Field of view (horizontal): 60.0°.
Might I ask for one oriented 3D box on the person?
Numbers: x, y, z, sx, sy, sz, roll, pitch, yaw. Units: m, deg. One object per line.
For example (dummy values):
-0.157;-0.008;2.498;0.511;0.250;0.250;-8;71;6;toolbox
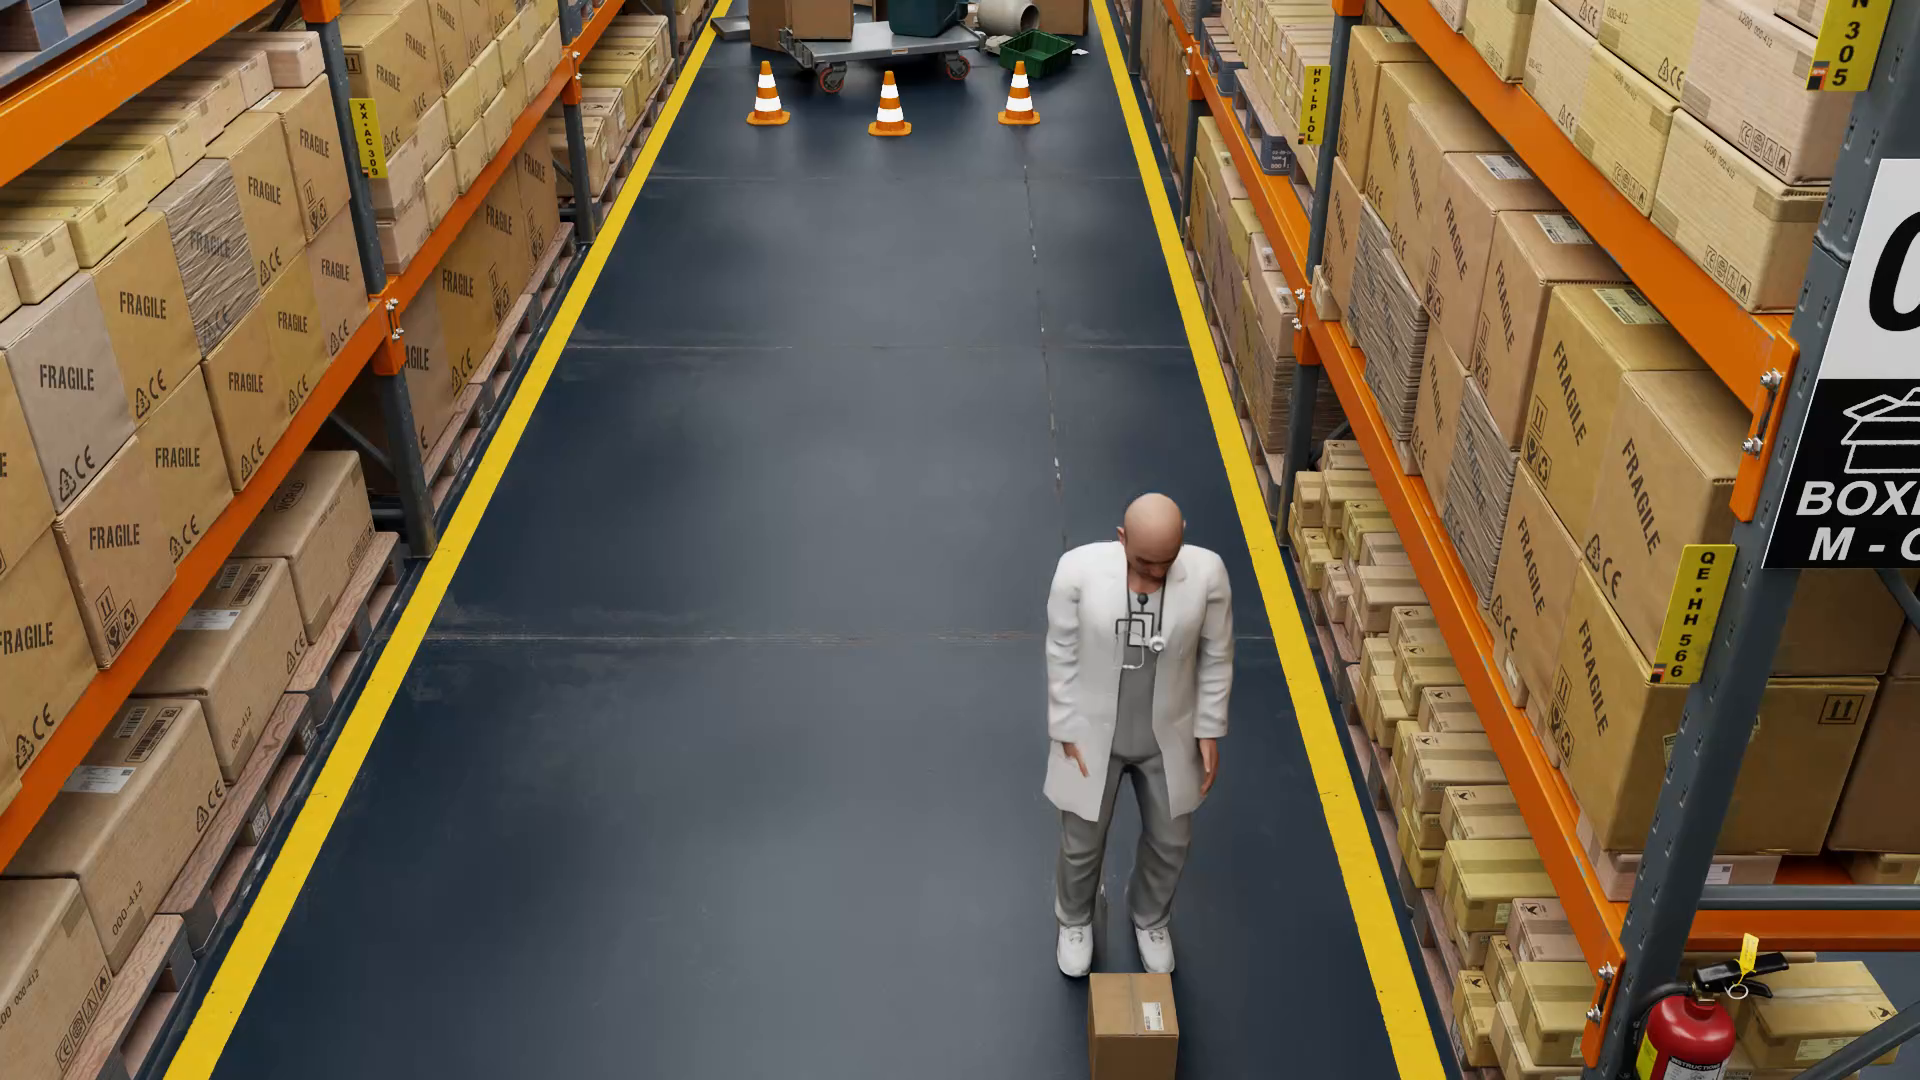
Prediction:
0.546;0.610;5.173;0.575;1.751;0.381;0;31;-1;person
